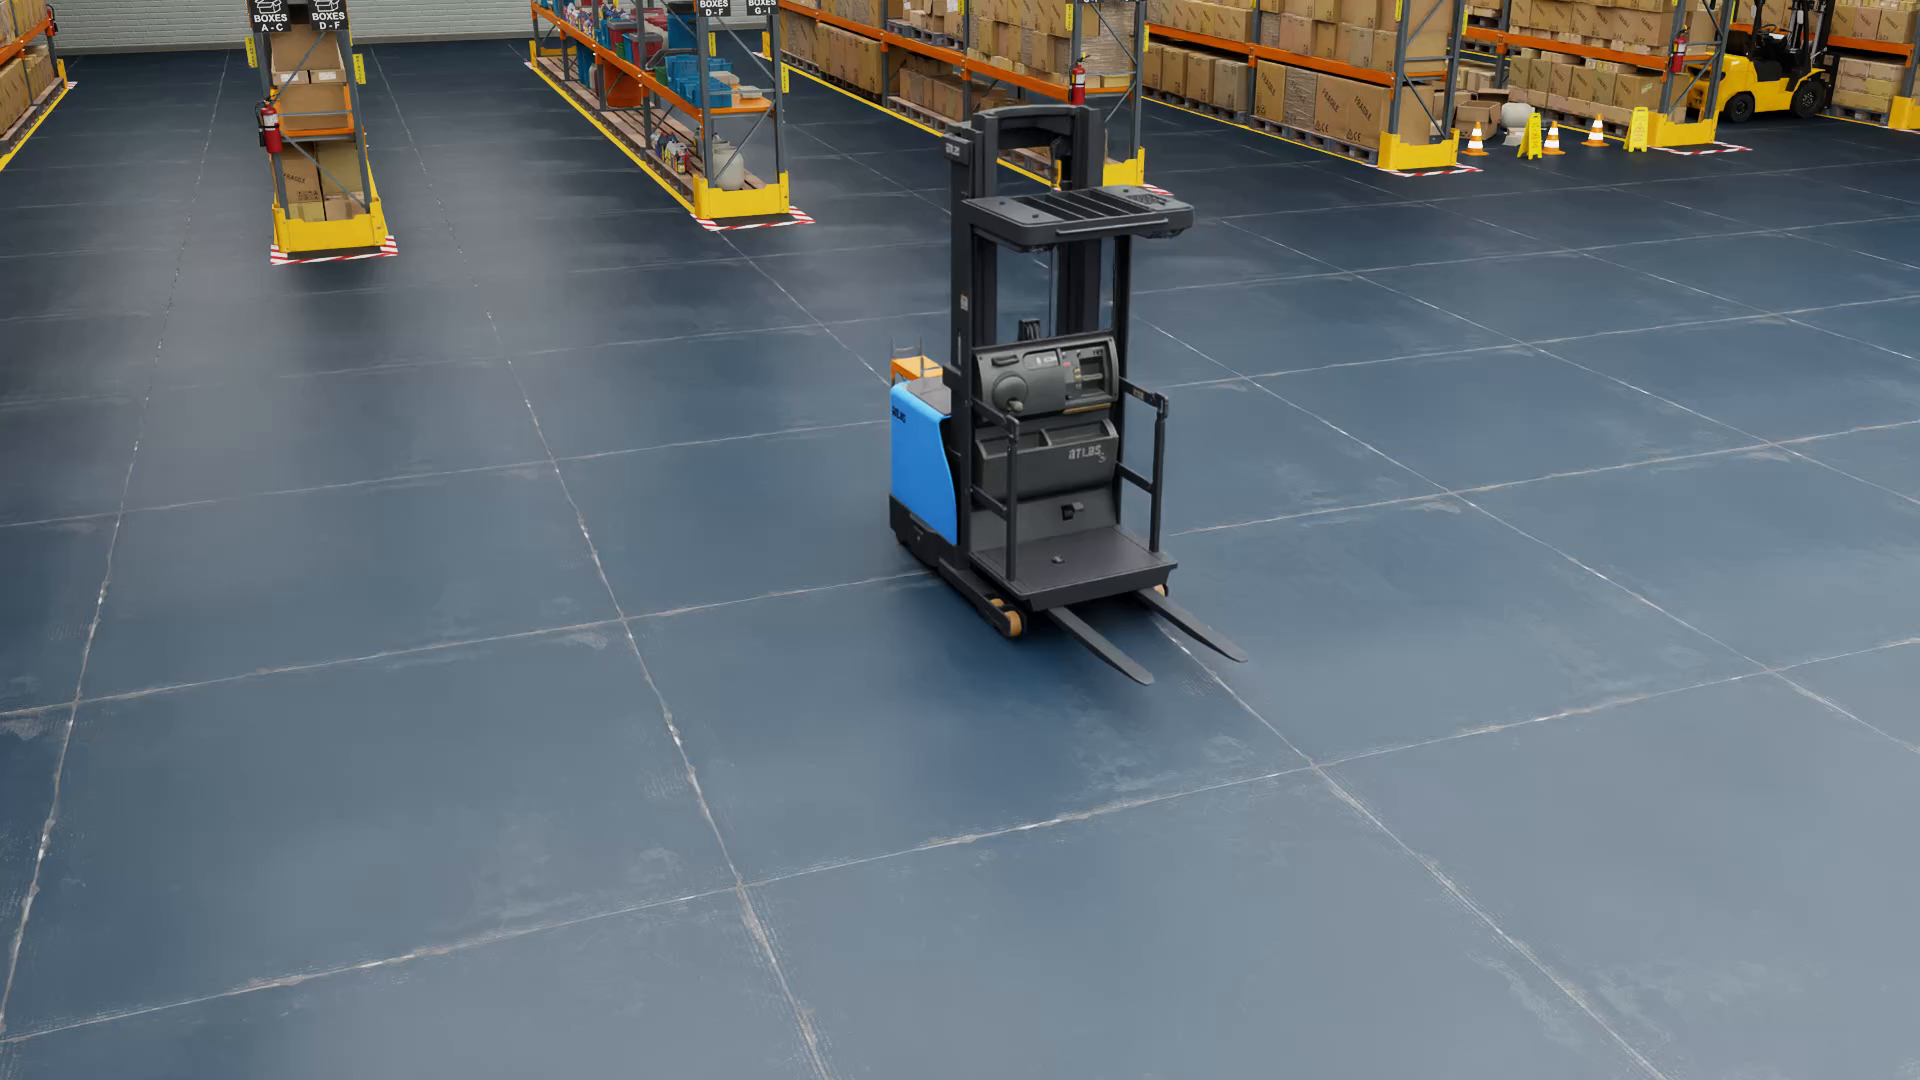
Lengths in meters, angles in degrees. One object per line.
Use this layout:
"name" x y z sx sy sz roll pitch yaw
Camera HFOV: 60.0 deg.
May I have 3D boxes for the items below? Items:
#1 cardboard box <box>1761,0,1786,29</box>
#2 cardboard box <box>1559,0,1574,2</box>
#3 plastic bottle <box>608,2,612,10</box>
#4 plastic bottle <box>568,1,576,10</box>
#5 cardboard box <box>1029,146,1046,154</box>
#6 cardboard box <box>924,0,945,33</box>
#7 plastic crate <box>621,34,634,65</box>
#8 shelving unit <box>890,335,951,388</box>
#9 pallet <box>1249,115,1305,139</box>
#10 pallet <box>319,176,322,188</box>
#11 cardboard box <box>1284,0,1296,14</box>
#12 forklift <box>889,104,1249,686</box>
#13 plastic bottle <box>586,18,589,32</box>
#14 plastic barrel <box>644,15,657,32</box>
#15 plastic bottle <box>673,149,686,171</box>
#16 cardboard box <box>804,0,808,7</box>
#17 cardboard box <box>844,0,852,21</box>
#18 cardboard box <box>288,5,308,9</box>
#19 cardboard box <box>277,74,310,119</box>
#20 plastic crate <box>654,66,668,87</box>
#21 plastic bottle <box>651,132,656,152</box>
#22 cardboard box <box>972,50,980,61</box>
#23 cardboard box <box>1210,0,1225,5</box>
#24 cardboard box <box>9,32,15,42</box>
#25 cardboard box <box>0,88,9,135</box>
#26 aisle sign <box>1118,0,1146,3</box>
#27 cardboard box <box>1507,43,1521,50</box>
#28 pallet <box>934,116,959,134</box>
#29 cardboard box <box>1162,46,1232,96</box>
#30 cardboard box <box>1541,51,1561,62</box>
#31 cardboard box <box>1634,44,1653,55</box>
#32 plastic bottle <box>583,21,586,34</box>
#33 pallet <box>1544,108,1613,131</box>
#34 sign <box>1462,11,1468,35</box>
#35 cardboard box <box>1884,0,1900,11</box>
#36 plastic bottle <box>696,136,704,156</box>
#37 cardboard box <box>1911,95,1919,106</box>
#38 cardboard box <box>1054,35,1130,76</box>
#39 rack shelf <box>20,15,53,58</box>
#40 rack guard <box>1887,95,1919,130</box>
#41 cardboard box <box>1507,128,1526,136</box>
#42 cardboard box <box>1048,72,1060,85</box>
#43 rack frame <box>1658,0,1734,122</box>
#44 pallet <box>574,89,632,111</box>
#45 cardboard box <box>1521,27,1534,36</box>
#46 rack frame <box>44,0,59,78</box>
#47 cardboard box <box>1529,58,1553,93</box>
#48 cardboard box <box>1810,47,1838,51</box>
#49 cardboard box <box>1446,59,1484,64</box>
"cardboard box" 14.559 -9.339 29.416 0.500 0.500 0.500 -8 24 -18
"cardboard box" 10.070 -9.074 27.117 0.700 0.500 0.500 -9 24 -20
"plastic bottle" -6.295 -9.550 30.109 0.144 0.351 0.185 -8 24 -19
"plastic bottle" -7.090 -9.652 30.352 0.144 0.351 0.185 -8 24 -19
"cardboard box" 1.295 -5.895 24.051 0.500 0.500 0.500 -6 24 -14
"cardboard box" -0.165 -8.493 26.864 0.797 0.503 0.637 -6 24 -14
"plastic crate" -4.780 -7.306 24.742 0.392 0.384 0.575 -8 24 -19
"shelving unit" -0.260 -0.761 11.511 0.258 1.200 0.503 -11 25 -24
"pallet" 5.405 -6.706 26.890 1.003 0.211 1.213 -8 24 -19
"pallet" -8.493 -4.697 22.122 1.003 0.211 1.213 -8 24 -19
"cardboard box" 5.611 -8.522 26.025 0.875 0.550 0.550 -8 24 -19
"forklift" 0.625 -0.960 9.754 1.130 2.935 3.031 -11 25 -24
"plastic bottle" -6.297 -8.707 28.212 0.097 0.271 0.097 0 23 0
"plastic barrel" -4.801 -7.962 26.135 0.421 0.512 0.421 0 23 0
"plastic bottle" -3.809 -5.152 22.551 0.152 0.276 0.135 -8 24 -19
"cardboard box" -2.888 -10.678 33.046 0.380 0.149 0.250 -9 24 -20
"cardboard box" -1.821 -9.834 30.592 0.500 0.500 0.500 -8 24 -18
"cardboard box" -8.216 -6.395 20.761 0.700 0.500 0.500 -8 24 -19
"cardboard box" -7.665 -5.231 19.670 0.700 0.500 0.500 -8 24 -18
"plastic crate" -3.884 -6.325 22.668 0.450 0.188 0.662 -8 24 -19
"plastic bottle" -4.397 -5.724 23.916 0.097 0.271 0.097 0 23 0
"cardboard box" 0.405 -7.307 25.047 0.380 0.149 0.250 -8 24 -19
"cardboard box" 4.667 -9.335 28.120 0.700 0.500 0.500 -8 24 -19
"cardboard box" -15.698 -8.223 27.196 0.380 0.149 0.250 -8 24 -18
"cardboard box" -14.918 -6.537 25.125 0.750 0.750 0.750 -9 24 -20
"aisle sign" 2.250 -7.398 21.592 0.394 0.787 0.004 -8 24 -19
"cardboard box" 12.129 -10.855 35.820 0.500 0.500 0.500 -9 25 -21
"pallet" 0.258 -6.632 26.714 1.003 0.211 1.213 -8 24 -19
"cardboard box" 4.240 -8.338 29.526 1.050 0.750 0.750 -8 24 -18
"cardboard box" 9.932 -8.074 27.742 0.380 0.149 0.250 -7 24 -17
"cardboard box" 10.693 -7.608 25.763 0.380 0.149 0.250 -9 24 -20
"plastic bottle" -6.401 -8.781 28.478 0.097 0.201 0.097 0 23 0
"pallet" 10.510 -7.026 27.648 1.003 0.211 1.213 -8 24 -19
"sign" 7.144 -7.334 23.573 0.100 0.325 0.005 -8 24 -19
"cardboard box" 15.358 -8.745 27.171 0.380 0.149 0.250 -8 24 -18
"plastic bottle" -3.664 -5.609 23.636 0.152 0.276 0.135 -8 24 -19
"cardboard box" 15.870 -7.355 27.838 0.500 0.250 0.500 -8 24 -19
"cardboard box" 1.778 -6.568 22.459 0.875 0.500 0.500 -8 24 -19
"rack shelf" -16.901 -8.898 29.425 1.077 0.370 4.000 -8 24 -19
"rack guard" 15.869 -7.063 27.363 1.175 0.500 0.348 -8 24 -19
"cardboard box" 8.866 -6.426 26.305 0.380 0.149 0.250 4 23 9
"cardboard box" 1.429 -6.315 22.695 0.380 0.149 0.250 -8 24 -19
"rack frame" 11.218 -7.541 25.279 1.000 3.000 0.127 -8 24 -19
"pallet" -6.257 -7.847 29.595 1.003 0.211 1.213 -8 24 -19
"cardboard box" 9.754 -8.635 28.199 0.380 0.149 0.250 -8 24 -17
"rack frame" -17.607 -9.956 31.009 1.000 3.000 0.127 -8 24 -19
"cardboard box" 9.961 -7.822 27.980 0.500 0.500 0.500 -7 24 -17
"cardboard box" 15.161 -8.544 29.371 0.500 0.250 0.500 -8 24 -19
"cardboard box" 9.113 -8.680 30.825 0.950 0.372 0.625 -8 24 -17
